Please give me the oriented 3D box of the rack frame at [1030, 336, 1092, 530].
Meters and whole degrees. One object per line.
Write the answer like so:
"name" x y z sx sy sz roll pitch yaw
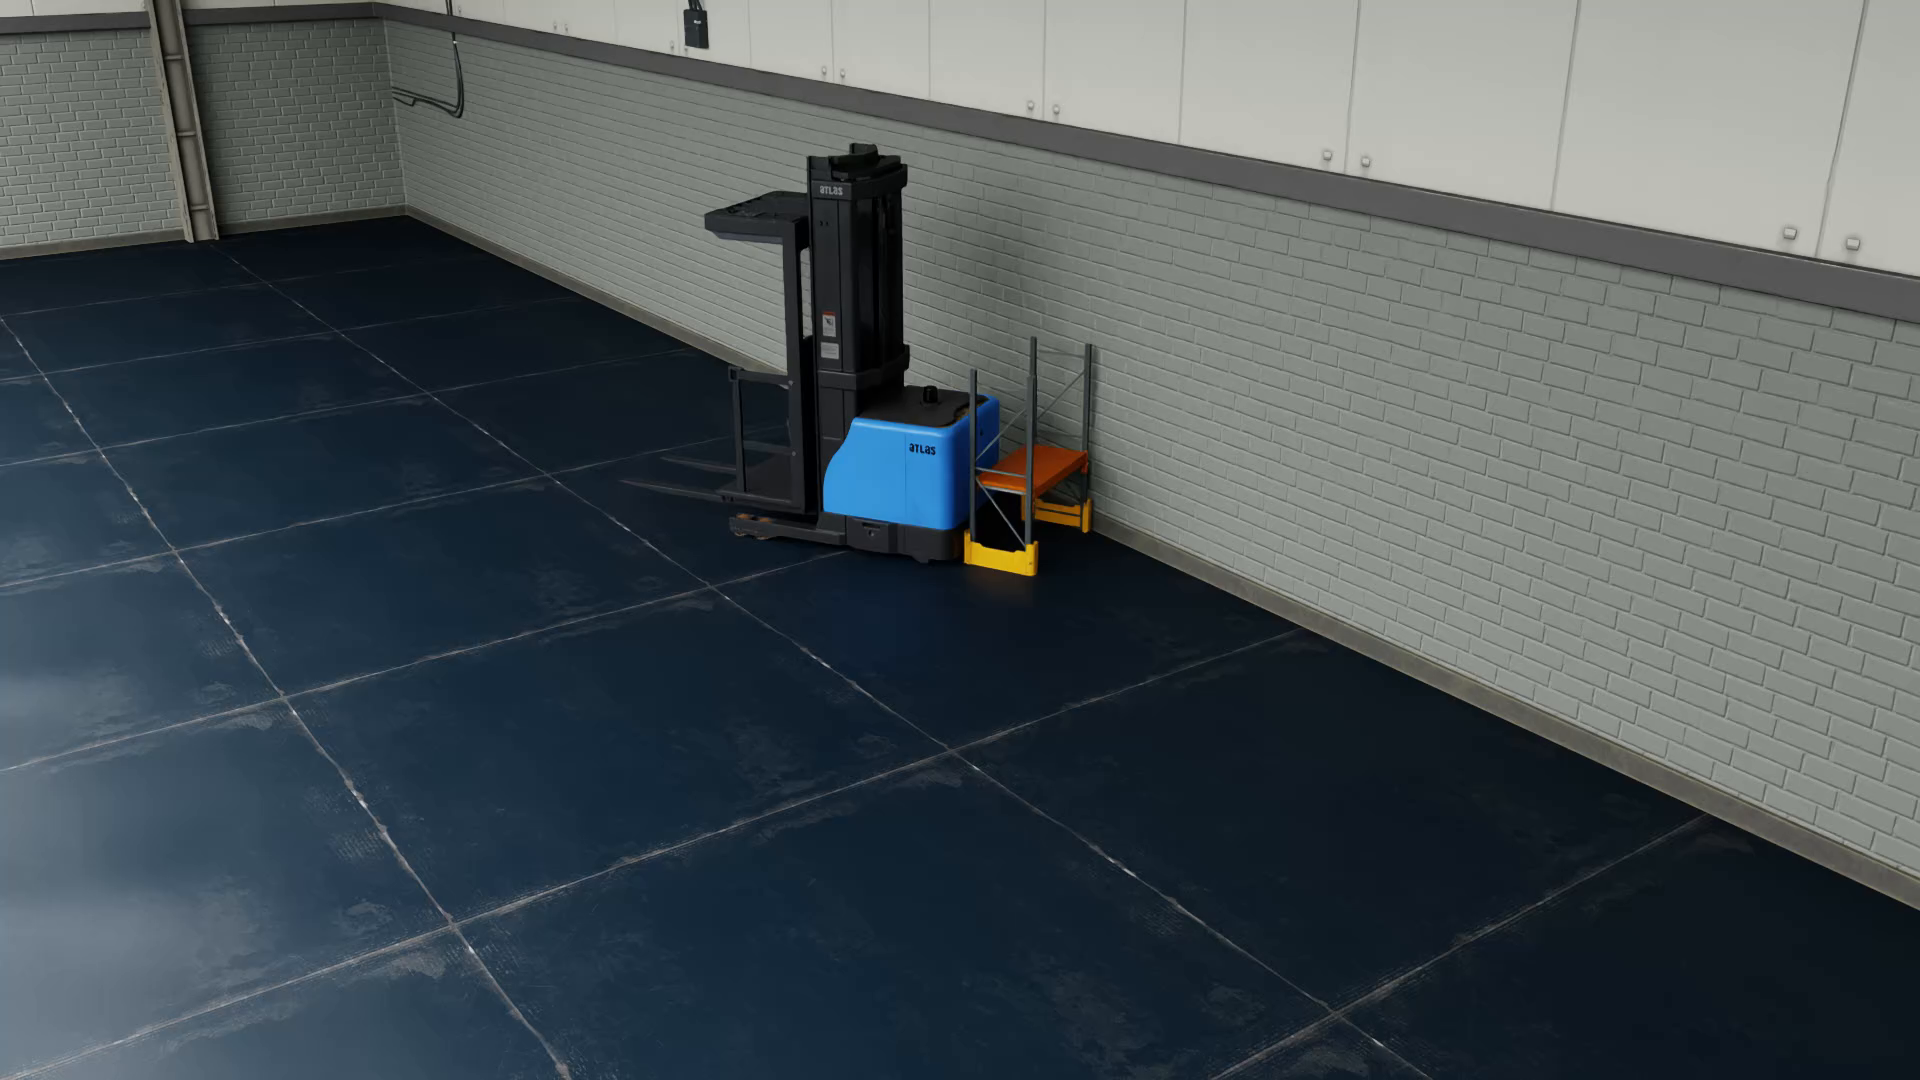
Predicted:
"rack frame" 0.767 -0.822 12.933 0.500 1.500 0.032 11 24 25

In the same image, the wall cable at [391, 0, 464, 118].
"wall cable" -7.588 -7.247 23.105 0.112 2.526 3.097 -15 26 -33

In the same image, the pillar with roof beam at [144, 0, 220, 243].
"pillar with roof beam" -8.238 -7.154 18.682 0.400 9.000 9.100 -15 26 -33

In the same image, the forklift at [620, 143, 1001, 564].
"forklift" -1.245 -1.529 12.773 3.031 2.935 1.130 9 24 22

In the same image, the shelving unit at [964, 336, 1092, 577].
"shelving unit" 0.529 -0.652 12.507 0.587 1.500 1.083 11 24 25

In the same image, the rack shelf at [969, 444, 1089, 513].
"rack shelf" 0.533 -0.488 12.581 0.538 0.185 1.000 11 24 25

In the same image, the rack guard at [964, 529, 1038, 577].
"rack guard" 0.300 0.092 12.328 0.587 0.250 0.087 11 24 25

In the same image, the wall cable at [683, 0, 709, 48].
"wall cable" -2.057 -7.409 14.733 0.169 6.003 2.305 -15 26 -33

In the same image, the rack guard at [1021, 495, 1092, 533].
"rack guard" 0.758 -0.235 13.149 0.587 0.250 0.087 11 24 25

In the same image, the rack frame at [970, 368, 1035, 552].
"rack frame" 0.299 -0.488 12.095 0.500 1.500 0.032 11 24 25
